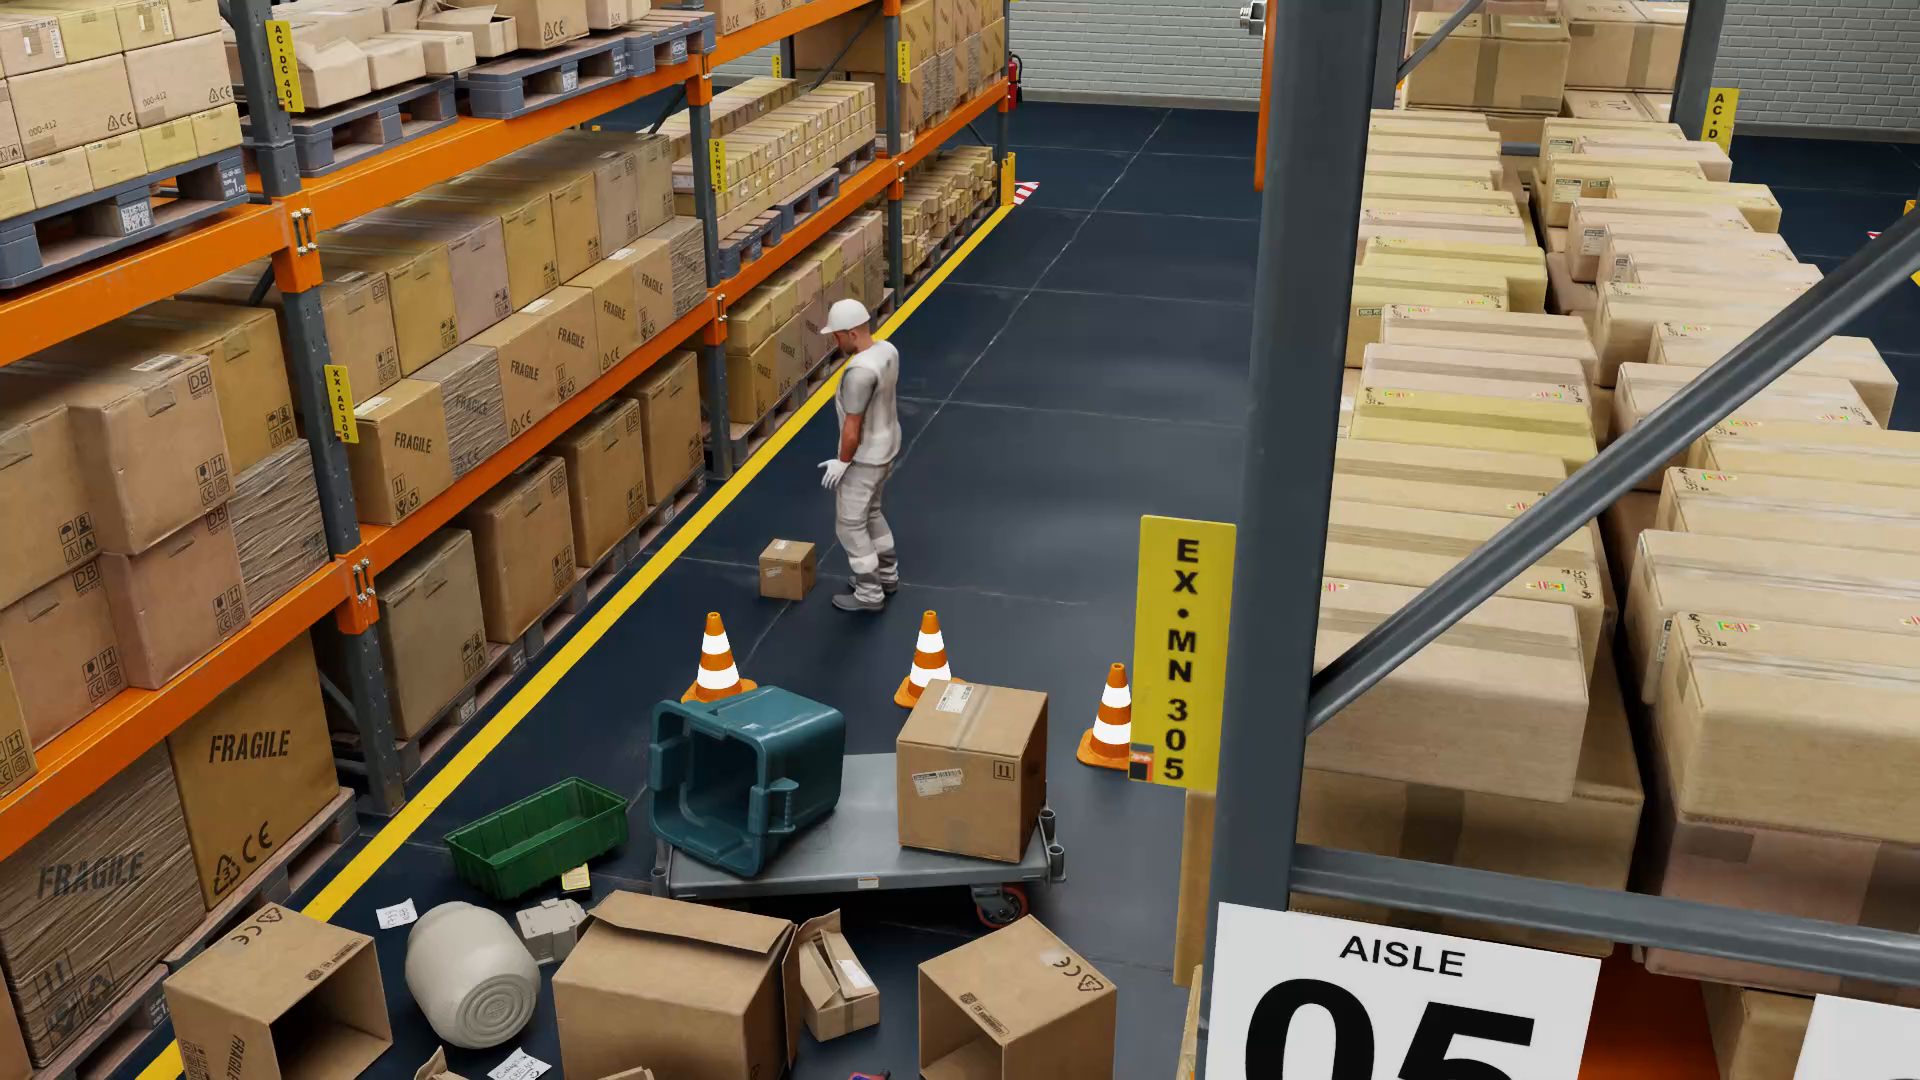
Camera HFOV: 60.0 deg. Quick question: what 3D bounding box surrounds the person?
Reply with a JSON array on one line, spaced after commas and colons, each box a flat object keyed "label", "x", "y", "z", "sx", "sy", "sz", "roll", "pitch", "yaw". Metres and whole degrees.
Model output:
[{"label": "person", "x": -0.540, "y": -0.456, "z": 9.086, "sx": 0.400, "sy": 1.763, "sz": 0.534, "roll": 7, "pitch": 26, "yaw": 14}]
